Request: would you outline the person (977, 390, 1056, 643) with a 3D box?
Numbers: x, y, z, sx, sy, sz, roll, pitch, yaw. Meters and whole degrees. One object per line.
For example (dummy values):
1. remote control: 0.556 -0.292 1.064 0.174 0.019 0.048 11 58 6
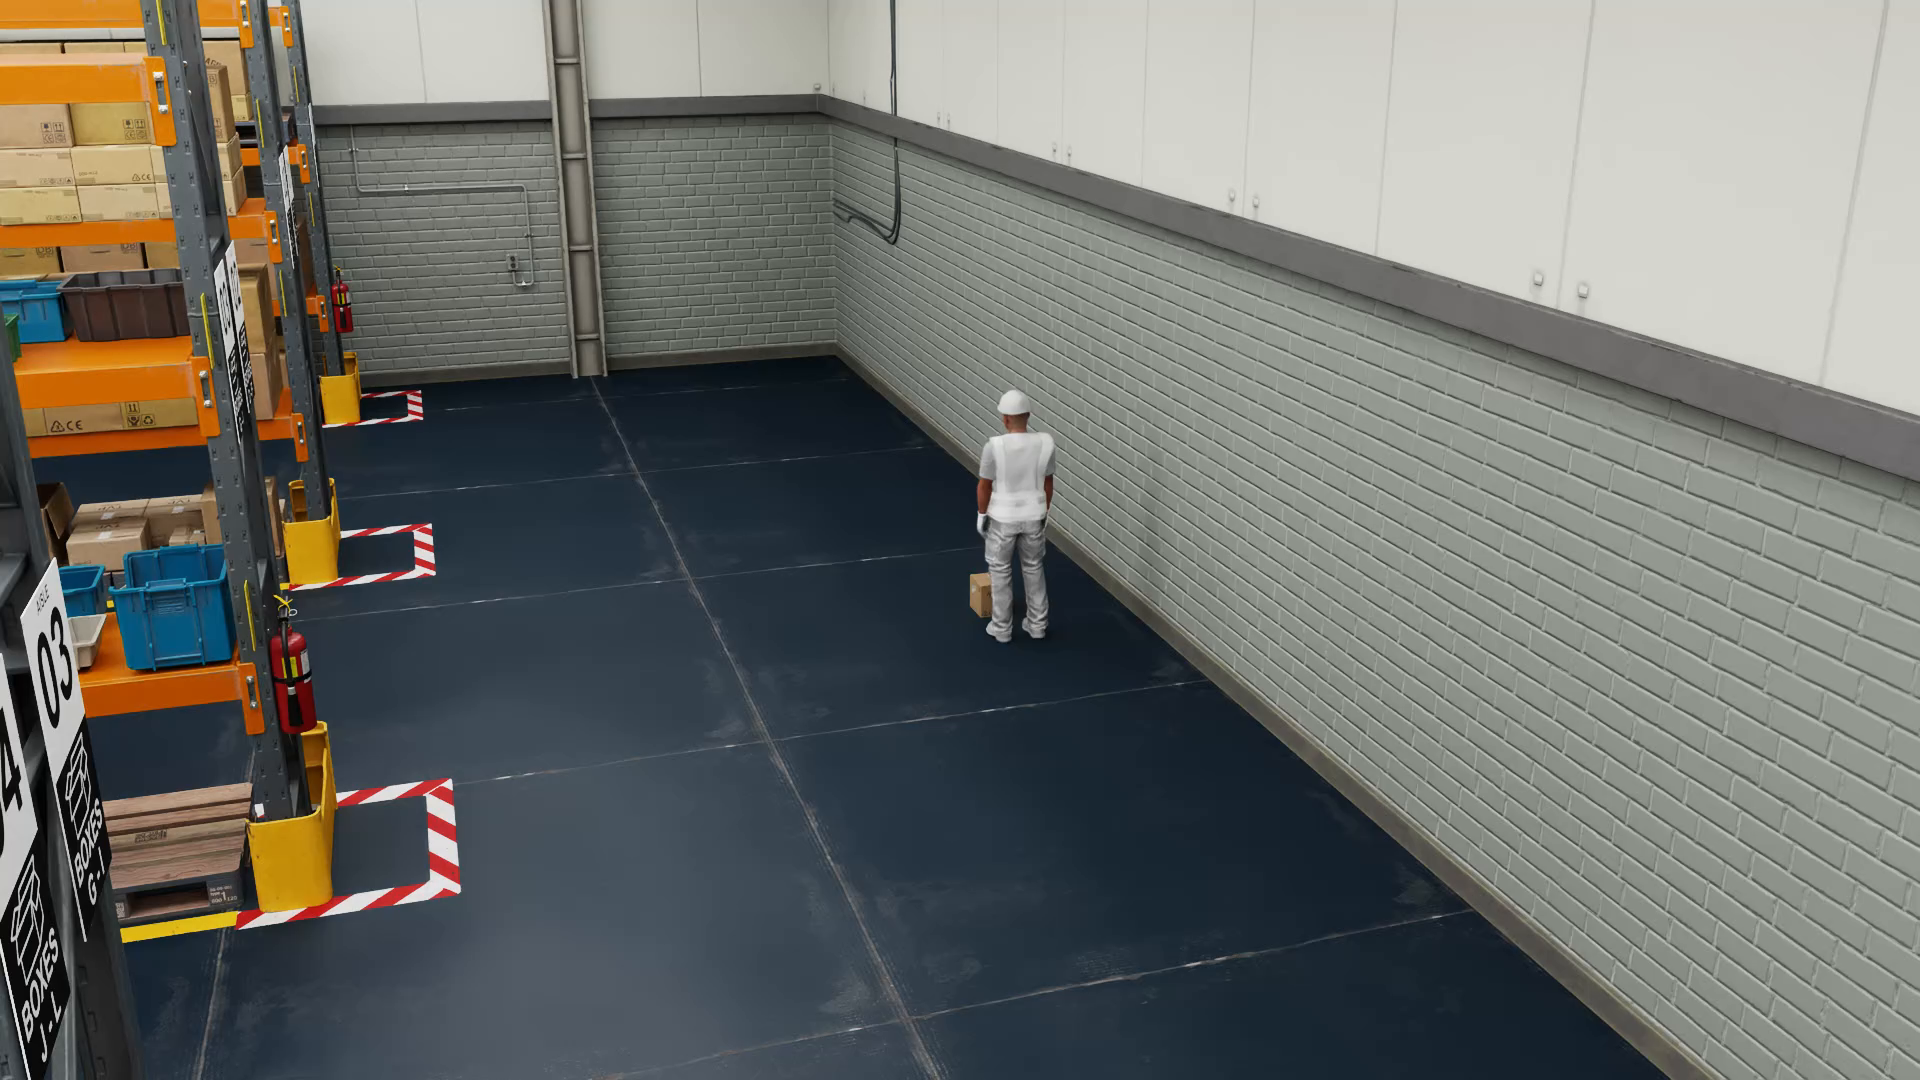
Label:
1. person: 0.379 -0.164 11.519 0.548 1.777 0.354 -6 20 -16
